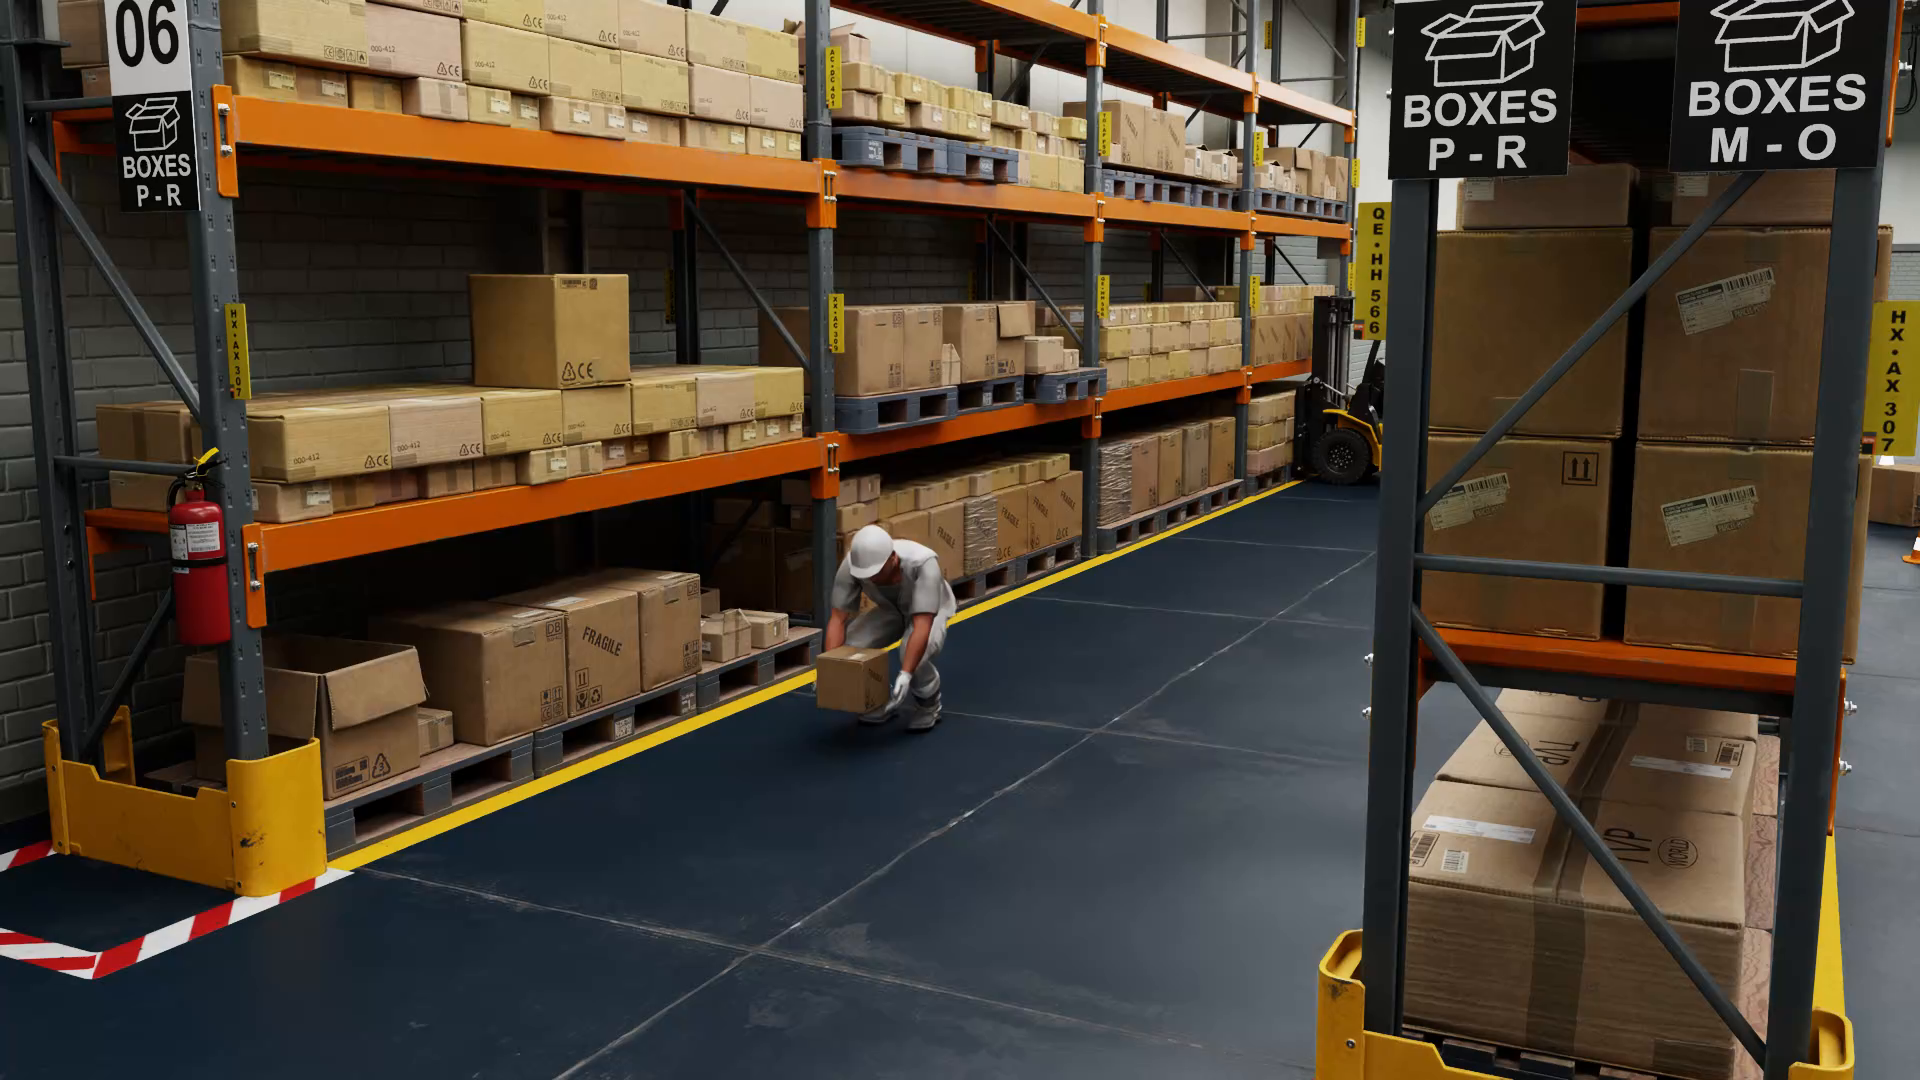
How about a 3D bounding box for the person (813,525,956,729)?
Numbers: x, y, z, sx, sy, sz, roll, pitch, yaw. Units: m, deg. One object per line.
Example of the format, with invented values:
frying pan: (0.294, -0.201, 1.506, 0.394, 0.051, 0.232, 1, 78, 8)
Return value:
person: (-0.305, 0.408, 8.069, 0.575, 1.056, 0.867, 4, 10, 26)
